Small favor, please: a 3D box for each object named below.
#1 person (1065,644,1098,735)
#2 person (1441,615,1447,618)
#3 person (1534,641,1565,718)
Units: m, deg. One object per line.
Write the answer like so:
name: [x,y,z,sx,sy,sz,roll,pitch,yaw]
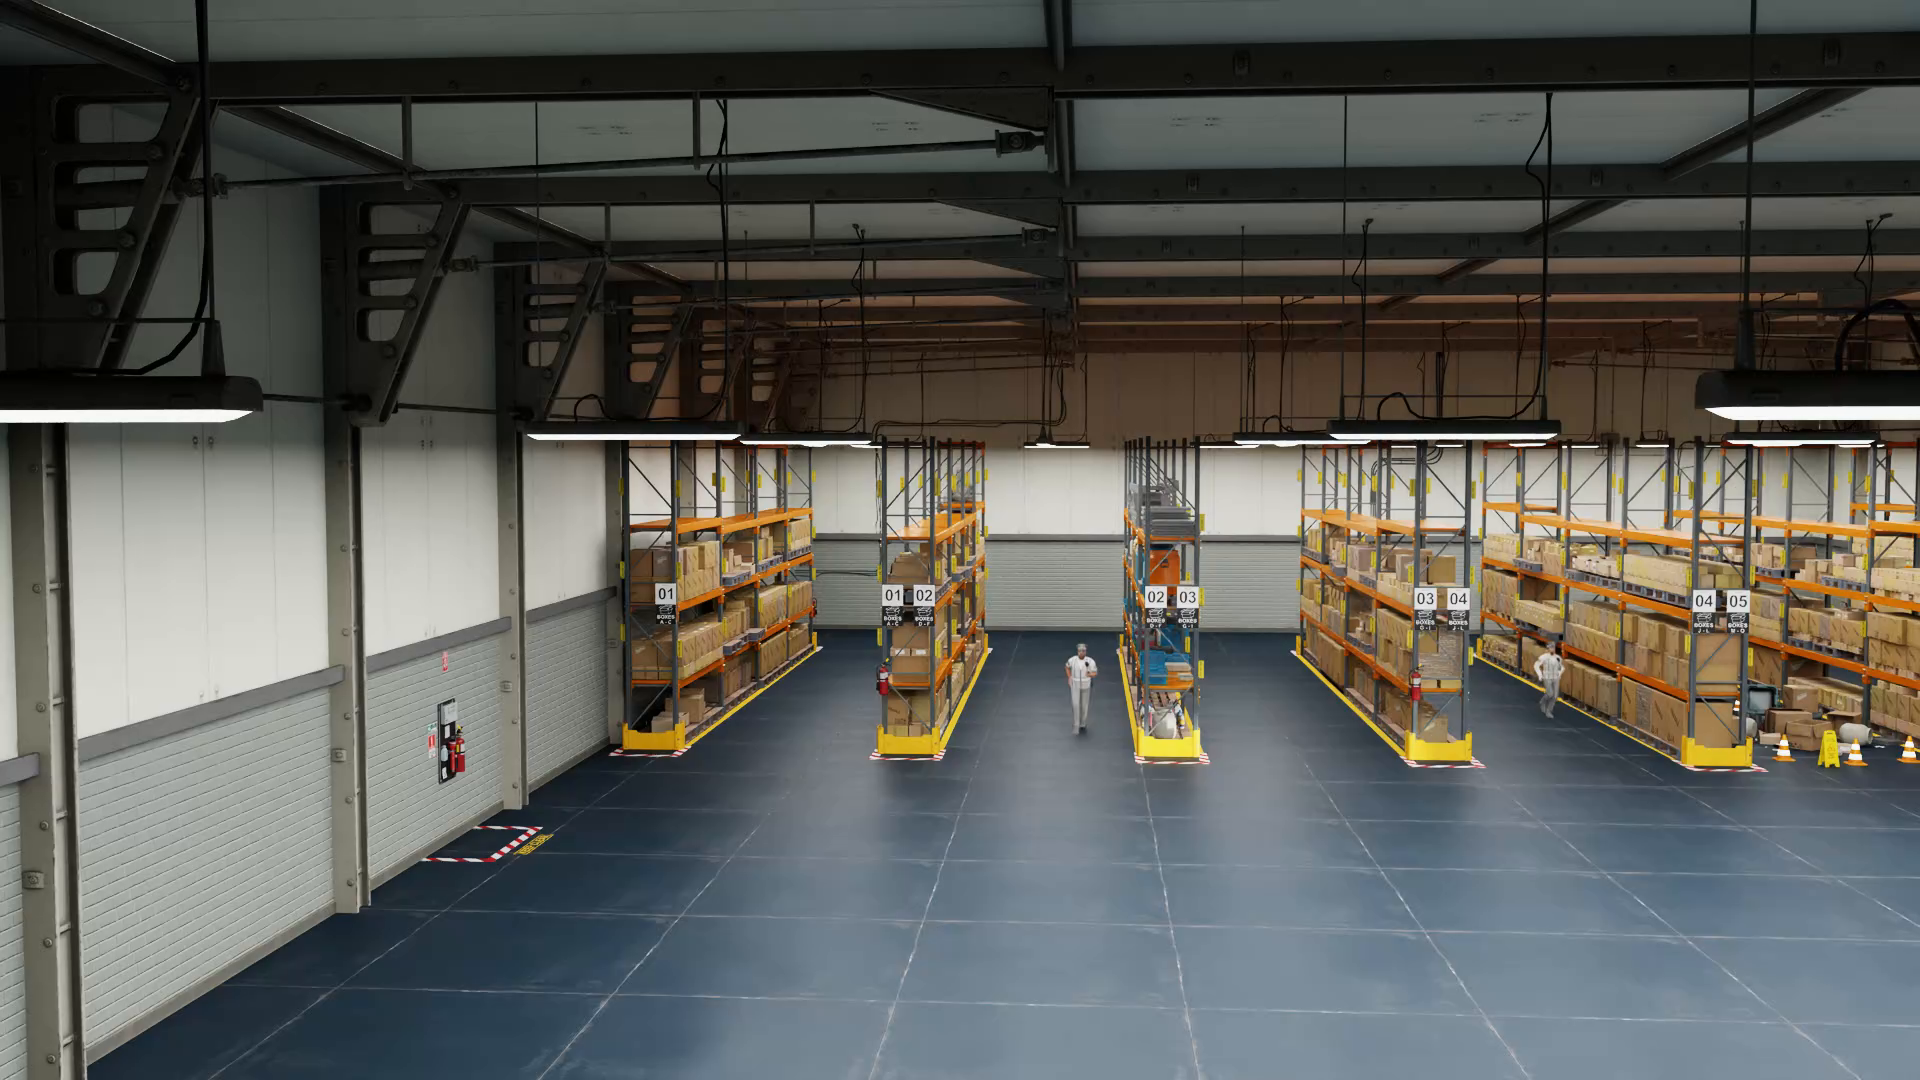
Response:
person: [2.480,3.023,33.949,0.648,1.844,0.851,0,3,2]
person: [13.812,2.347,47.161,0.866,1.722,0.712,-1,3,-26]
person: [12.675,2.990,35.635,0.608,1.656,0.540,0,3,-1]
